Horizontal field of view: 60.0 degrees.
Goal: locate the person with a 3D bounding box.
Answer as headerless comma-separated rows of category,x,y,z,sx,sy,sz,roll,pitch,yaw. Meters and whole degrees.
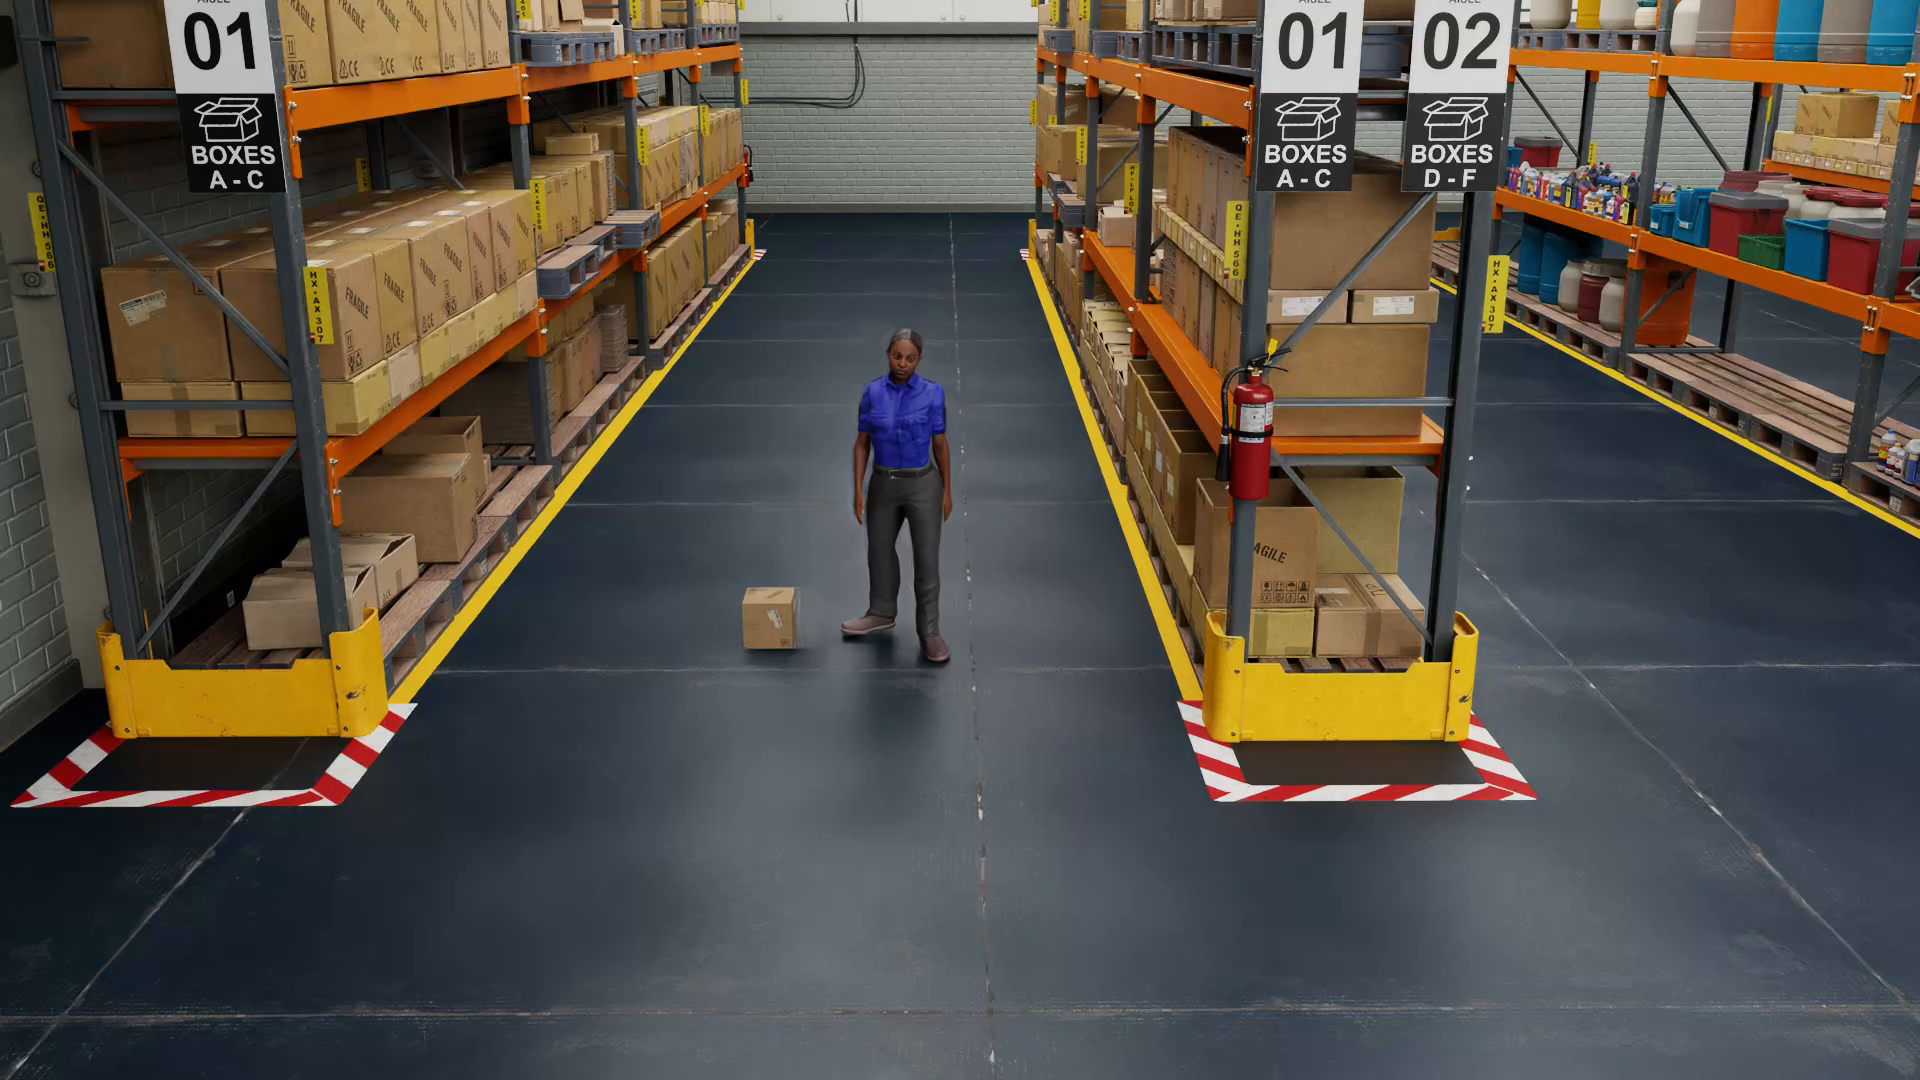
person,-0.332,-0.248,8.336,0.640,1.663,0.440,4,18,14
